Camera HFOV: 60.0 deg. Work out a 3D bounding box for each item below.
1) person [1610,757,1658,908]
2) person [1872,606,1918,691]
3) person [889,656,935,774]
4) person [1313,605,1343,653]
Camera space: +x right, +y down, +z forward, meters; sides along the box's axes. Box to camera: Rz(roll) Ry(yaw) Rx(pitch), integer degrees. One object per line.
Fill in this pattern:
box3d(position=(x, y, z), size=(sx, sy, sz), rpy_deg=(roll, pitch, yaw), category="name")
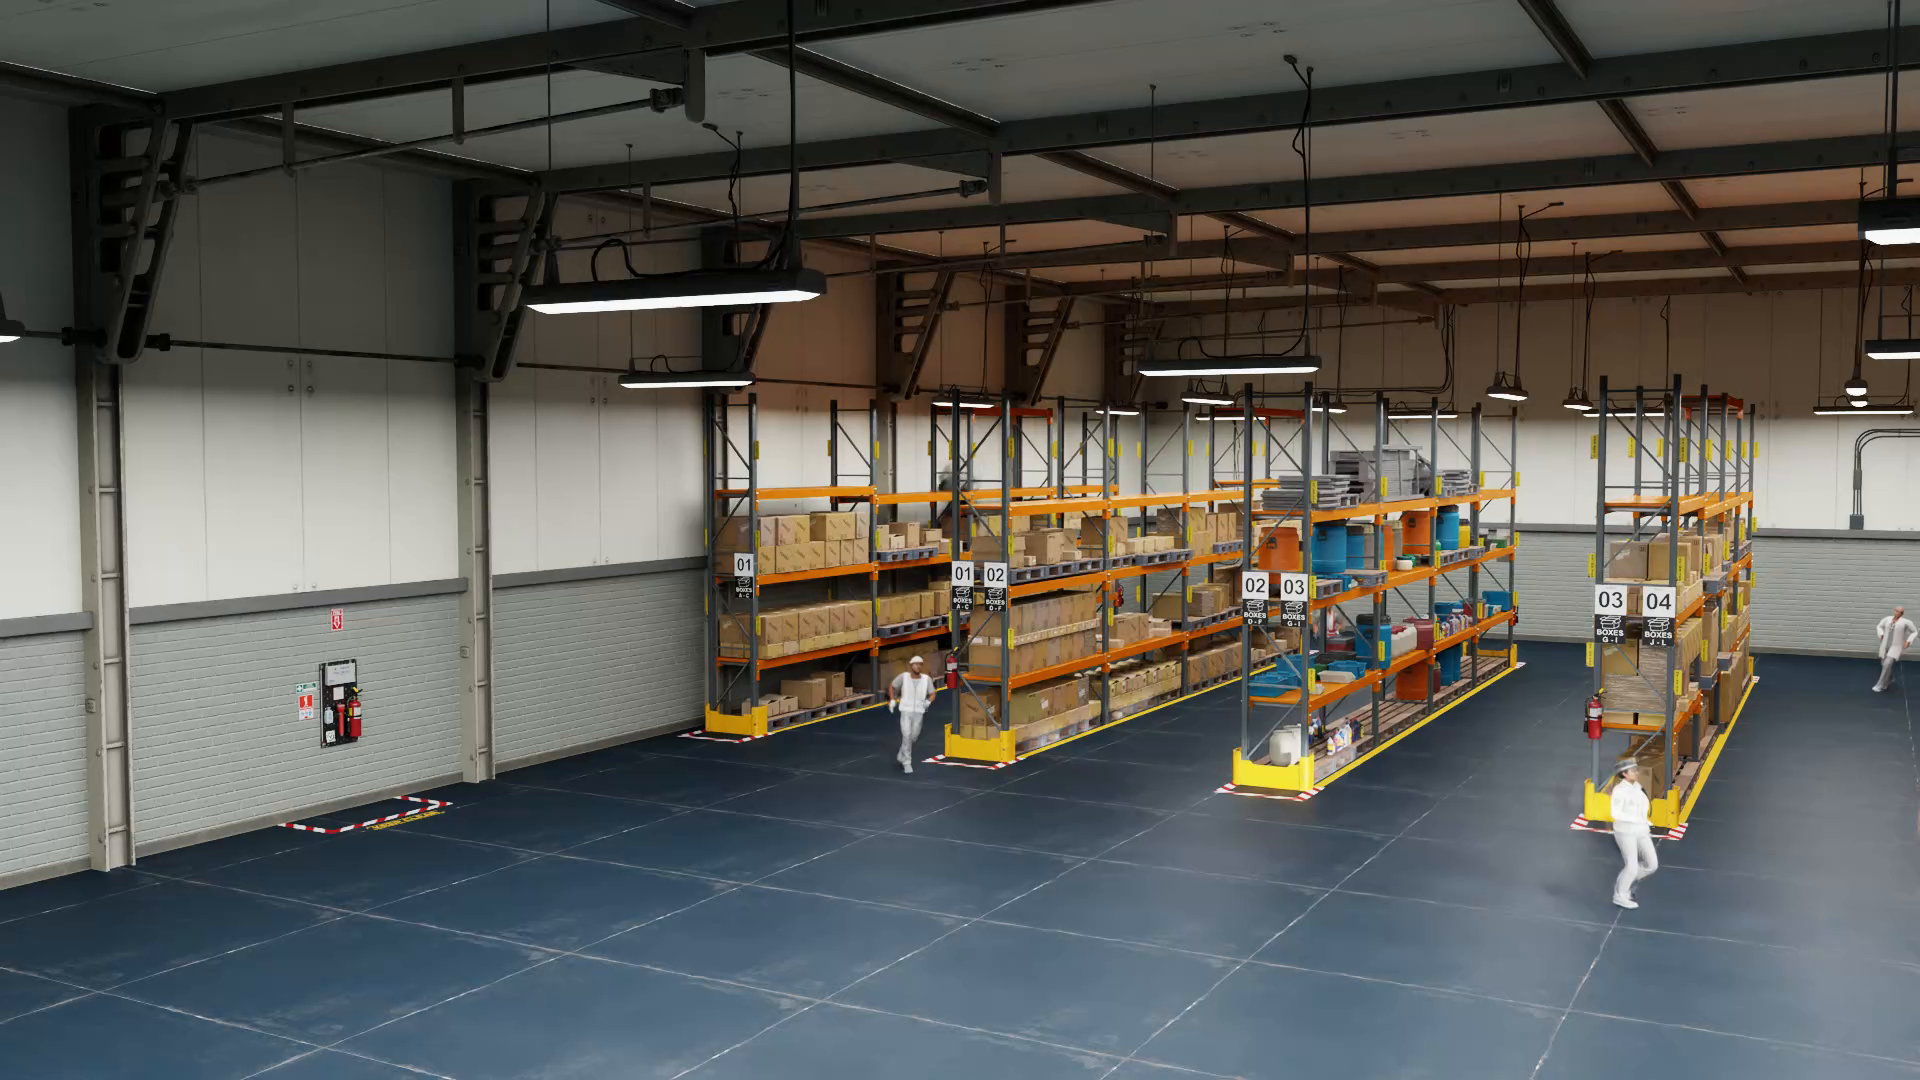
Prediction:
box3d(position=(7.360, 3.187, 18.098), size=(0.598, 1.654, 0.542), rpy_deg=(-2, 4, -34), category="person")
box3d(position=(19.389, 2.250, 34.527), size=(0.890, 1.767, 0.775), rpy_deg=(-2, 4, -34), category="person")
box3d(position=(-0.733, 2.711, 26.086), size=(0.731, 1.765, 0.872), rpy_deg=(-1, 3, -13), category="person")
box3d(position=(8.085, 2.163, 36.551), size=(0.655, 1.755, 0.710), rpy_deg=(1, 3, 12), category="person")
